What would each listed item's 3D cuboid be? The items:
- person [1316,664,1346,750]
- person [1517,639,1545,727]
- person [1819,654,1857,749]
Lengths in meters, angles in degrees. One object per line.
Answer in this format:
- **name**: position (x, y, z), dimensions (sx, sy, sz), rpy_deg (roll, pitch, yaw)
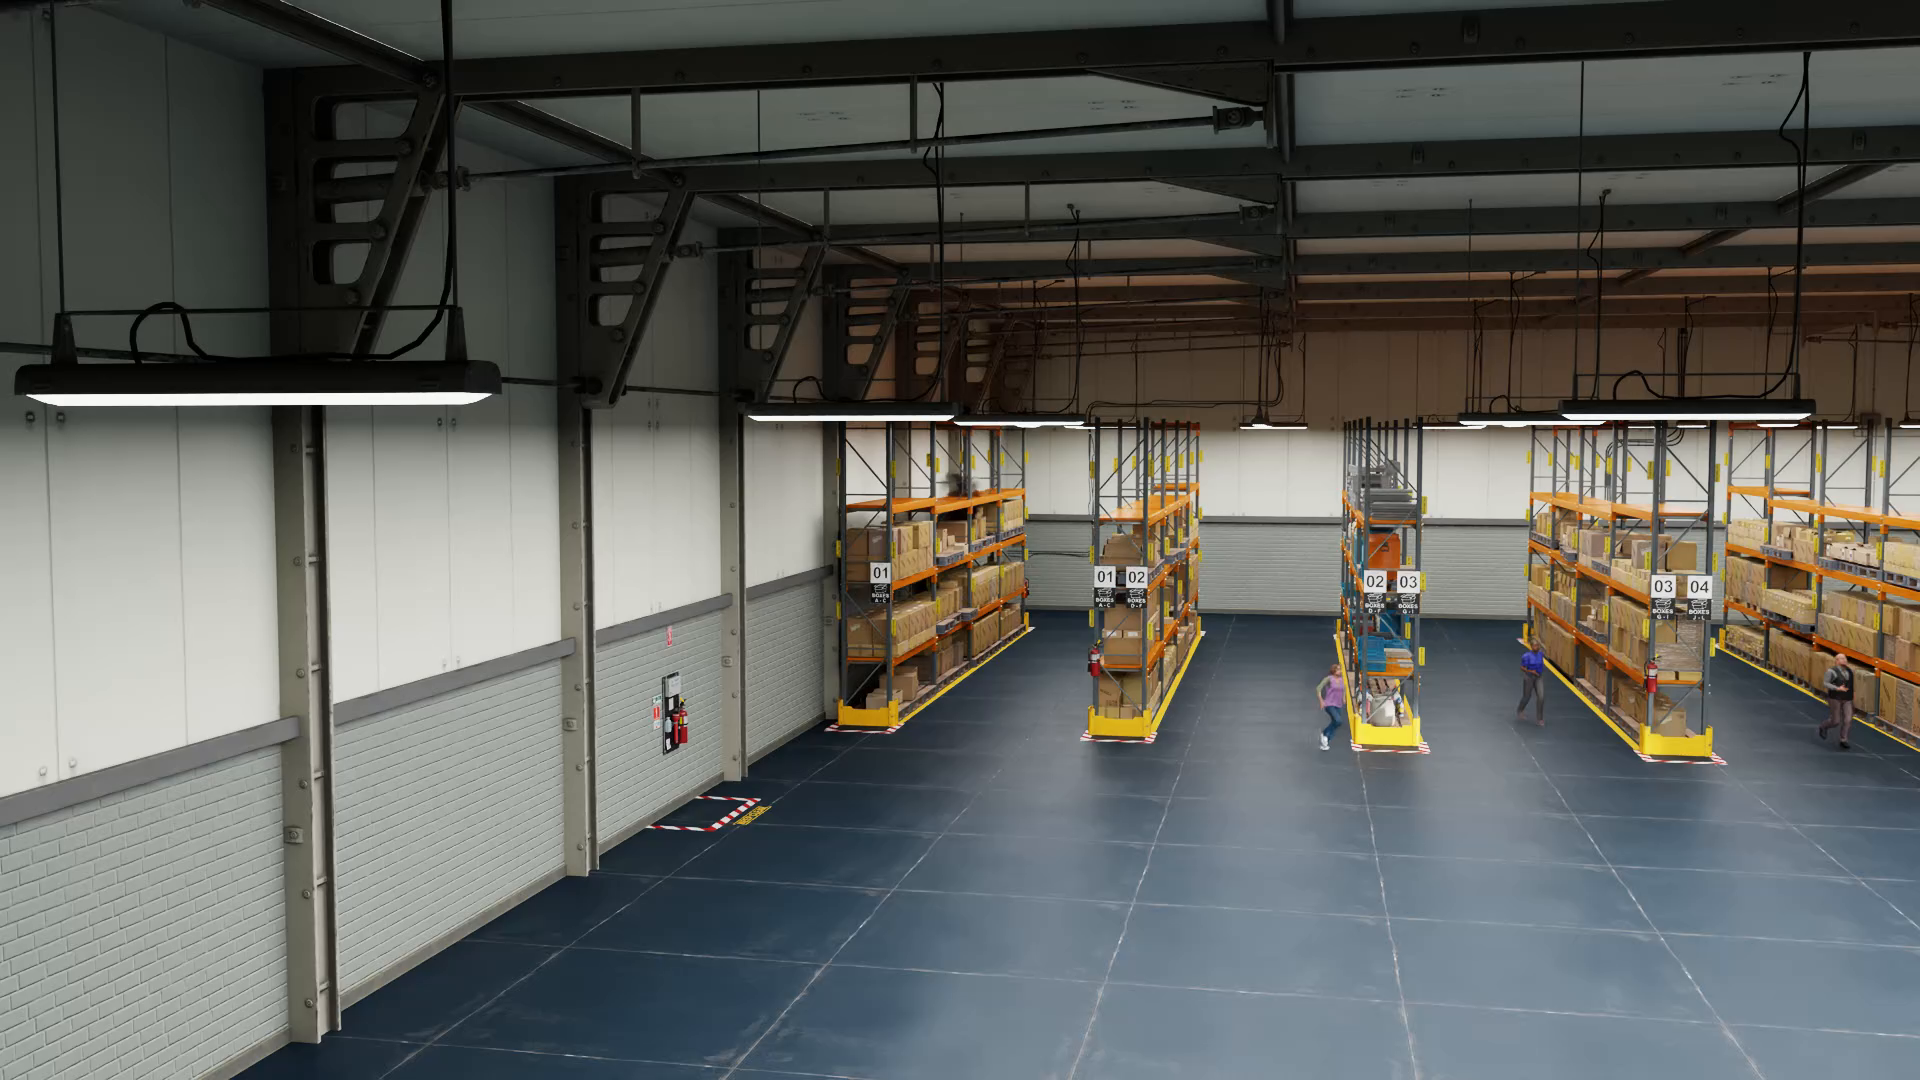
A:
- **person**: position (6.754, 3.006, 29.941), dimensions (0.520, 1.541, 0.501), rpy_deg (-2, 4, -30)
- **person**: position (11.234, 2.781, 32.658), dimensions (0.533, 1.686, 0.881), rpy_deg (0, 4, -4)
- **person**: position (15.996, 2.906, 30.264), dimensions (0.665, 1.693, 0.775), rpy_deg (0, 4, -5)
